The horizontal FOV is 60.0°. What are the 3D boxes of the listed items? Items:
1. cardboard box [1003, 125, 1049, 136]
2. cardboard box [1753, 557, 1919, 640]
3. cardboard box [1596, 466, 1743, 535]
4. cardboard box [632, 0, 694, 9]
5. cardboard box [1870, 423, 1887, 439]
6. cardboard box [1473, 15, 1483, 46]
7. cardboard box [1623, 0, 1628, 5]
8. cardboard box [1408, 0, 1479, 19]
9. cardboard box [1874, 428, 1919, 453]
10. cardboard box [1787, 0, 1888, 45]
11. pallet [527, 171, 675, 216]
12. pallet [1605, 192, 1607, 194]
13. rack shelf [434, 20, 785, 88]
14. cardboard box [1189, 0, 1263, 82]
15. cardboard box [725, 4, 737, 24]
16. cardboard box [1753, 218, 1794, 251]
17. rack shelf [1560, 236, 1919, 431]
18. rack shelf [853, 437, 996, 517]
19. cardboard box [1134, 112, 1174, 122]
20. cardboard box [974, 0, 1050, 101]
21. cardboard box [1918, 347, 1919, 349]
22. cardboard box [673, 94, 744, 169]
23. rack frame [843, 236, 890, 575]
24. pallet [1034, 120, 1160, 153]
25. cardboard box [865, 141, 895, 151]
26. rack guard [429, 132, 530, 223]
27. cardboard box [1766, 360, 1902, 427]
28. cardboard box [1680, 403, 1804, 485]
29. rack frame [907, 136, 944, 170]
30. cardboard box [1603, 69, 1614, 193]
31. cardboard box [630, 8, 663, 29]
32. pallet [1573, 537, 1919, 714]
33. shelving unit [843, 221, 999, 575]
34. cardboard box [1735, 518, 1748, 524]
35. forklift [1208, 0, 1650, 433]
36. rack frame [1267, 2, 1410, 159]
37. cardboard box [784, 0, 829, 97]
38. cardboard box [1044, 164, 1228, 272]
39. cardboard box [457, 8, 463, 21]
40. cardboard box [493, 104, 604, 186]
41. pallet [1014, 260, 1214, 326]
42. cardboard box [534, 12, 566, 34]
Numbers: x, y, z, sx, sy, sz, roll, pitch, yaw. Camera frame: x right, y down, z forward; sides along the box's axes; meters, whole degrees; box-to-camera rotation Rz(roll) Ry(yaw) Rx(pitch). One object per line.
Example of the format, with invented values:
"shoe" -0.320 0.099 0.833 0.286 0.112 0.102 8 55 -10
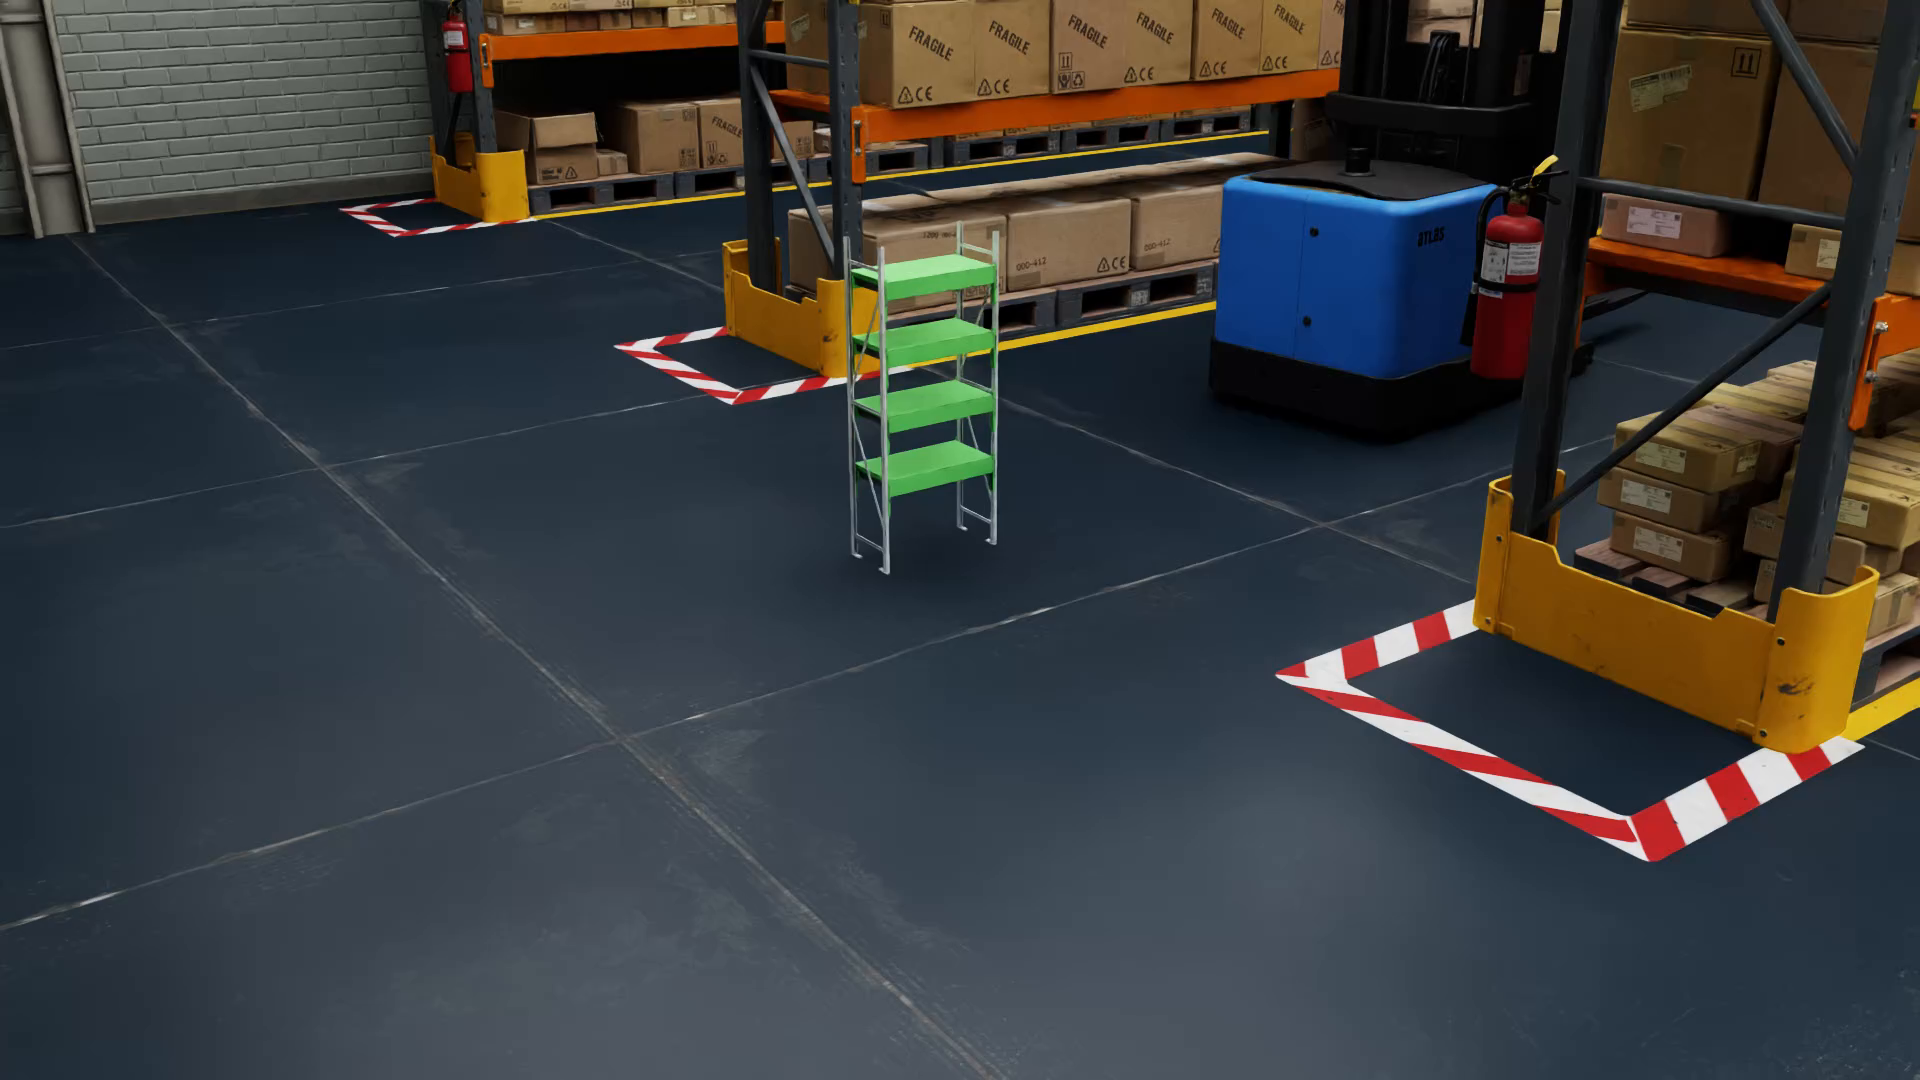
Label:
"cardboard box" 0.467 -3.972 15.109 0.500 0.500 0.500 -15 26 -34
"cardboard box" 2.756 0.155 5.240 0.250 0.149 0.380 -14 26 -32
"cardboard box" 2.406 -0.166 5.644 0.250 0.149 0.380 -16 27 -34
"cardboard box" -2.386 -4.222 12.731 0.500 0.250 0.500 -16 26 -34
"cardboard box" 3.240 -0.395 6.218 0.250 0.149 0.380 -14 26 -32
"cardboard box" 3.349 -3.349 10.943 0.500 0.250 0.500 -16 27 -34
"cardboard box" 4.603 -3.908 11.670 0.500 0.250 0.500 -16 27 -34
"cardboard box" 2.940 -3.463 10.555 0.500 0.250 0.500 -16 27 -34
"cardboard box" 3.201 -0.227 5.396 0.250 0.149 0.380 -15 26 -33
"cardboard box" 2.664 -1.623 4.531 0.500 0.500 0.500 -15 26 -33
"pallet" -3.022 -2.811 13.156 1.213 0.211 1.003 -15 26 -33
"pallet" 4.981 -2.713 12.910 1.213 0.211 1.003 -15 26 -33
"rack shelf" -2.107 -4.015 13.383 4.000 0.370 1.077 -15 26 -33
"cardboard box" 1.377 -2.933 9.564 0.500 0.500 0.500 -15 26 -34
"cardboard box" -1.858 -4.192 13.194 0.250 0.149 0.380 -15 26 -33
"cardboard box" 2.468 -1.038 5.290 0.250 0.149 0.380 -15 26 -33
"rack shelf" 3.768 -1.056 5.965 4.000 0.370 1.077 -15 26 -33
"rack shelf" -0.134 -0.239 6.197 0.480 0.148 0.258 -15 26 -33
"cardboard box" 1.710 -4.307 15.948 0.500 0.500 0.500 -14 25 -31
"cardboard box" 0.123 -2.606 8.745 0.500 0.500 0.500 -15 26 -34
"cardboard box" 3.930 -0.669 6.502 0.250 0.149 0.380 -16 27 -35
"cardboard box" -1.975 -3.312 13.456 0.500 0.500 0.500 -14 26 -32
"rack frame" -0.332 -0.469 5.952 0.015 1.200 0.240 -15 26 -33
"pallet" 1.146 -3.940 15.986 1.213 0.211 1.003 -15 26 -33
"cardboard box" -0.764 -3.444 14.261 0.250 0.149 0.380 -16 27 -34
"rack guard" -3.669 -2.772 12.669 0.348 0.500 1.175 -15 26 -33
"cardboard box" 3.232 -0.538 6.175 0.250 0.149 0.380 -14 26 -31
"cardboard box" 2.663 -0.332 5.658 0.250 0.149 0.380 -14 26 -32
"rack frame" -0.484 -4.782 14.334 0.127 3.000 1.000 -15 26 -33
"cardboard box" 4.330 -3.048 12.287 0.875 0.875 0.875 -15 26 -32
"cardboard box" -2.478 -4.020 12.763 0.250 0.149 0.380 -14 26 -32
"pallet" 2.886 0.157 5.719 1.213 0.211 1.003 -15 26 -33
"shelving unit" -0.134 -0.521 6.084 0.503 1.200 0.258 -15 26 -33
"cardboard box" 2.599 -0.091 5.856 0.250 0.149 0.380 -14 26 -31
"forklift" 2.620 -2.293 8.188 3.031 2.935 1.130 -20 29 -40
"rack frame" 2.418 -3.290 10.594 0.127 3.000 1.000 -15 26 -33
"cardboard box" -0.592 -2.655 8.867 0.500 0.500 0.500 -15 26 -33
"cardboard box" 1.120 -1.997 10.245 0.875 0.438 0.875 -16 27 -34
"cardboard box" -3.618 -3.952 12.593 0.250 0.149 0.380 -15 26 -33
"cardboard box" -3.179 -3.056 12.810 0.637 0.503 0.797 -16 27 -35
"pallet" 0.764 -1.588 10.092 1.213 0.211 1.003 -15 26 -33
"cardboard box" -3.124 -3.858 12.355 0.250 0.149 0.380 -14 26 -32
